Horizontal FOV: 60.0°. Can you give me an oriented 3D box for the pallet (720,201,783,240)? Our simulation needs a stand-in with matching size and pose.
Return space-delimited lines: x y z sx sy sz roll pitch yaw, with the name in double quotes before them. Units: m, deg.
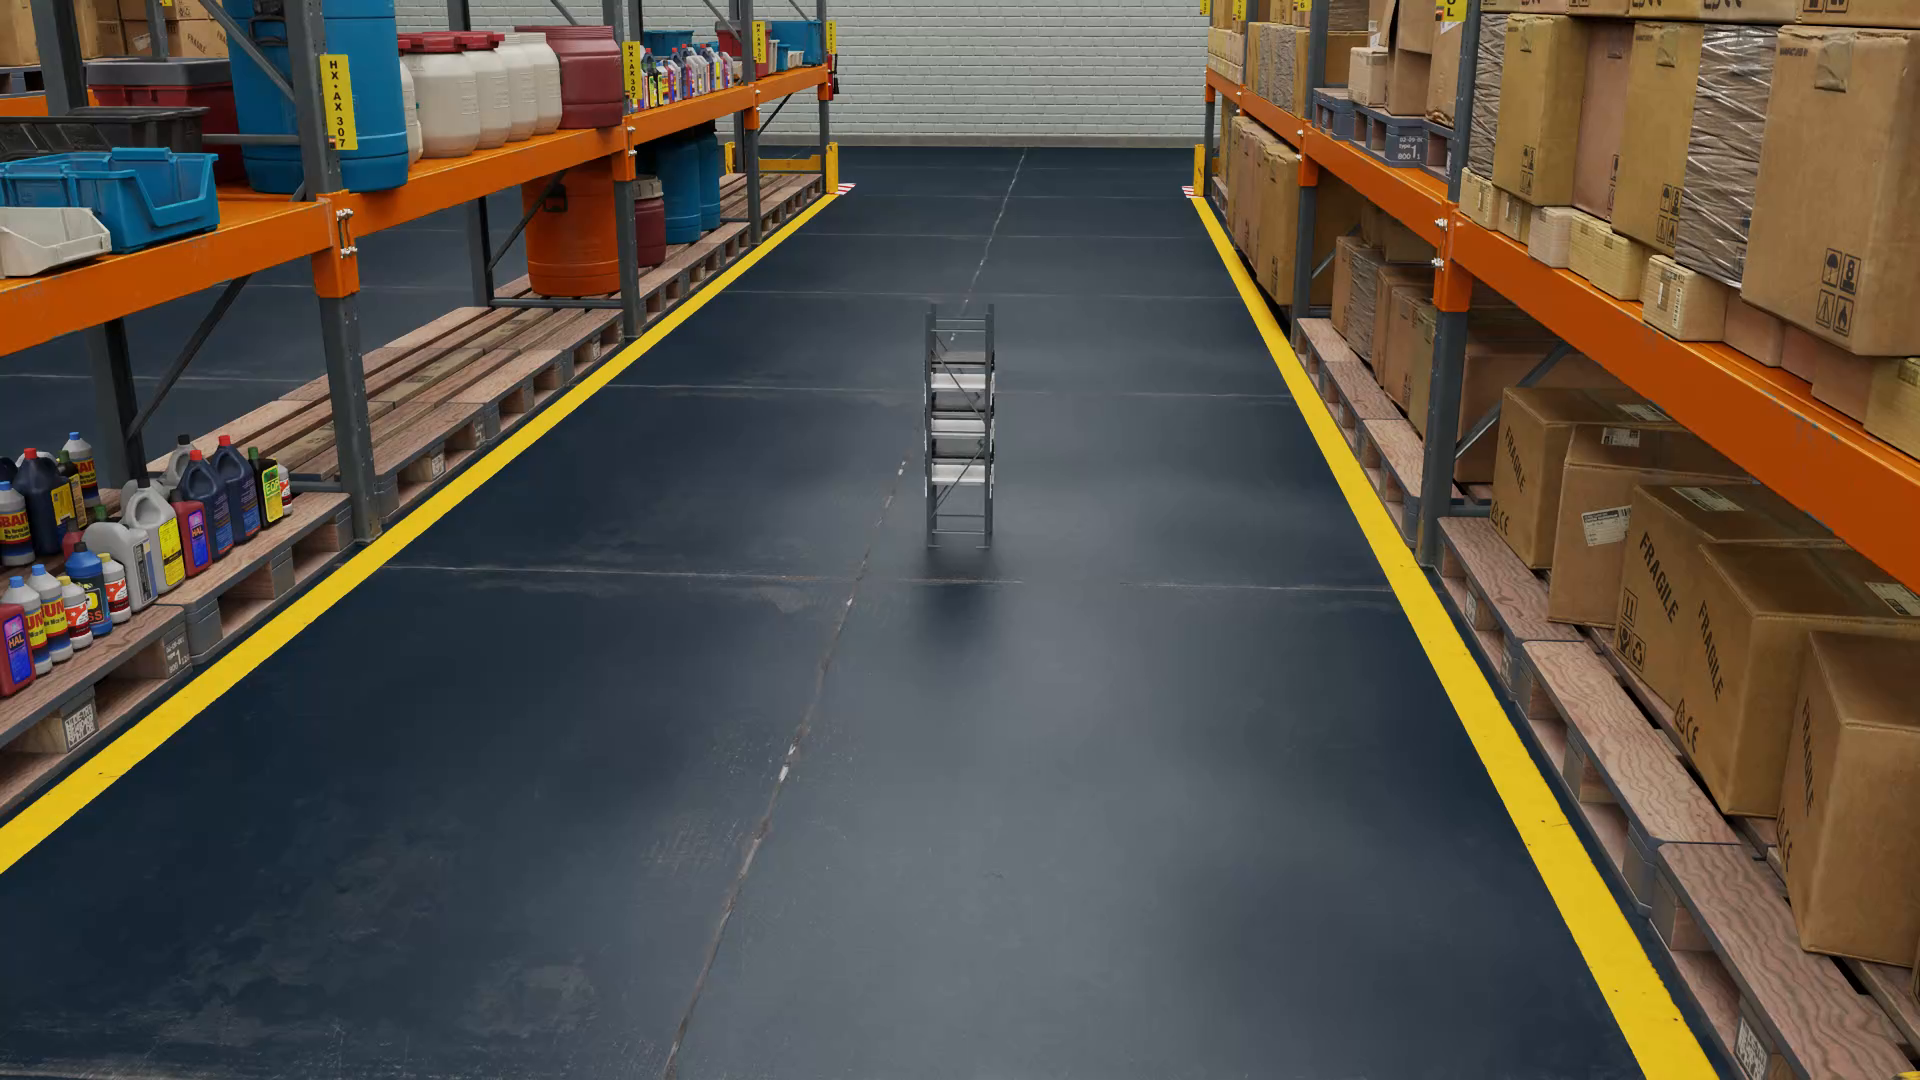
"pallet" -2.163 -2.824 14.701 1.003 0.211 1.213 1 18 4

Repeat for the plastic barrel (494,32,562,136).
"plastic barrel" -2.324 -2.406 8.769 0.421 0.512 0.421 0 18 0

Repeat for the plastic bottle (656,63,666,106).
"plastic bottle" -2.015 -3.035 11.076 0.097 0.271 0.097 0 18 0

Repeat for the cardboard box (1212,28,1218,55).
"cardboard box" 2.716 -4.817 16.069 0.500 0.250 0.500 1 18 3

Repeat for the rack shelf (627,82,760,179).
"rack shelf" -2.320 -2.957 11.784 1.077 0.370 4.000 1 18 4

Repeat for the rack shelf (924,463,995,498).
"rack shelf" 0.001 -0.227 6.357 0.258 0.077 0.200 1 18 4

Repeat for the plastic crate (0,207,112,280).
"plastic crate" -2.614 -0.800 4.470 0.530 0.136 0.437 1 18 4

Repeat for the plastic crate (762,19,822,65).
"plastic crate" -1.728 -5.099 17.014 0.616 0.435 0.499 1 18 4

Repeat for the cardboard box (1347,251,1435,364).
"cardboard box" 2.421 -1.207 8.596 0.700 0.500 0.500 0 18 -1

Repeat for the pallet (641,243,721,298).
"pallet" -2.359 -1.976 12.114 1.003 0.211 1.213 1 18 4

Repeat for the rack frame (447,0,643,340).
"rack frame" -2.464 -2.677 9.776 1.000 3.000 0.127 1 18 4

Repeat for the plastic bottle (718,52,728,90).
"plastic bottle" -1.854 -3.662 12.968 0.061 0.283 0.133 1 18 4

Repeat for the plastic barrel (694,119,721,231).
"plastic barrel" -2.233 -2.953 13.314 0.600 0.901 0.708 1 18 4

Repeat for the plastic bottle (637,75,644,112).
"plastic bottle" -2.041 -2.850 10.491 0.061 0.283 0.133 1 18 4

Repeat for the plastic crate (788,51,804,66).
"plastic crate" -1.768 -4.808 16.605 0.396 0.136 0.243 1 18 4

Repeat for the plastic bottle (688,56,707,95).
"plastic bottle" -1.955 -3.419 12.239 0.152 0.276 0.135 1 18 4

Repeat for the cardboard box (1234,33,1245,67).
"cardboard box" 2.533 -4.022 13.644 0.500 0.250 0.500 1 18 3

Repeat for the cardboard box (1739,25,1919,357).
"cardboard box" 1.886 -0.599 2.796 0.875 0.500 0.500 1 18 4

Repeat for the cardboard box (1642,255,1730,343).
"cardboard box" 1.720 -0.524 3.608 0.380 0.149 0.250 1 18 4

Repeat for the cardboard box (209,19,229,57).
"cardboard box" -6.775 -4.390 14.843 0.500 0.500 0.500 2 18 5

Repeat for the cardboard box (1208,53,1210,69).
"cardboard box" 2.696 -4.829 16.747 0.380 0.149 0.250 1 18 5

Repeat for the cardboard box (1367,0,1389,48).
"cardboard box" 2.478 -2.645 8.843 0.500 0.500 0.500 -1 18 -3

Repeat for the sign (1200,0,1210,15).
"sign" 2.497 -5.515 16.918 0.100 0.325 0.005 1 18 4

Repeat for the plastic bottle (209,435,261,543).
"plastic bottle" -2.509 -0.179 5.699 0.144 0.351 0.185 1 18 2

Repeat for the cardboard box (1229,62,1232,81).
"cardboard box" 2.514 -4.031 14.312 0.380 0.149 0.250 2 18 5

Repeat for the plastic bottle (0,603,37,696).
"plastic bottle" -2.562 0.263 4.459 0.061 0.283 0.133 2 18 5

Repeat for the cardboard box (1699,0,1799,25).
"cardboard box" 1.765 -1.233 3.125 0.500 0.500 0.500 1 18 4

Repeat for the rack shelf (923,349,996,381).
"rack shelf" 0.001 -0.655 6.217 0.258 0.077 0.200 1 18 4

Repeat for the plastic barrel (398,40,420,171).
"plastic barrel" -2.463 -1.792 6.856 0.433 0.535 0.433 0 18 0

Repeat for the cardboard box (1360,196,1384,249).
"cardboard box" 2.458 -1.735 9.006 0.500 0.250 0.500 2 18 6

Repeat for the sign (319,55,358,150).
"sign" -2.202 -1.551 5.894 0.100 0.325 0.005 1 18 4

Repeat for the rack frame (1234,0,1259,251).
"rack frame" 2.763 -3.809 13.230 1.000 3.000 0.127 1 18 4

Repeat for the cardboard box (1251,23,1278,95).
"cardboard box" 2.446 -3.563 12.319 0.500 0.500 0.500 1 18 4

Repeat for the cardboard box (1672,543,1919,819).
"cardboard box" 2.037 0.332 3.932 0.500 0.500 0.500 3 18 9

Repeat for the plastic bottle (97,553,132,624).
"plastic bottle" -2.543 0.140 4.966 0.097 0.201 0.097 0 18 0

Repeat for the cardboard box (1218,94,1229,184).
"cardboard box" 3.084 -4.041 16.675 0.875 0.875 0.875 1 18 4

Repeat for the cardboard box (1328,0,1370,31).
"cardboard box" 2.545 -3.318 9.959 0.797 0.503 0.637 2 18 6

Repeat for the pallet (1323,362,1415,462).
"pallet" 2.329 -0.621 7.979 1.003 0.211 1.213 1 18 4

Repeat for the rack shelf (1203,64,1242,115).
"rack shelf" 2.907 -4.088 15.238 1.077 0.370 4.000 1 18 4

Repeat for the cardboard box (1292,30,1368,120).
"cardboard box" 2.265 -2.773 9.908 0.500 0.500 0.500 2 18 6

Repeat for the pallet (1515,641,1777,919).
"pallet" 2.092 0.590 4.283 1.003 0.211 1.213 1 18 4

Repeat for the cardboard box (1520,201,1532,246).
"cardboard box" 1.845 -0.911 4.791 0.380 0.149 0.250 1 18 4

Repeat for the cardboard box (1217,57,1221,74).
"cardboard box" 2.606 -4.430 15.528 0.380 0.149 0.250 1 18 3

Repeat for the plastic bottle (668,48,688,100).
"plastic bottle" -1.995 -3.261 11.638 0.144 0.351 0.185 1 18 4

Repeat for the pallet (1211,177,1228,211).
"pallet" 3.071 -3.476 16.693 1.003 0.211 1.213 1 18 4

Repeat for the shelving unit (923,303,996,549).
"shelving unit" 0.001 -0.430 6.291 0.258 0.900 0.210 1 18 4

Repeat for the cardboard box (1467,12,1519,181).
"cardboard box" 2.096 -1.375 5.163 0.875 0.500 0.500 1 18 4

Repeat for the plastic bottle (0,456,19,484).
"plastic bottle" -3.222 -0.144 5.592 0.144 0.351 0.185 2 18 5

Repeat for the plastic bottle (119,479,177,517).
"plastic bottle" -2.672 -0.079 5.515 0.152 0.276 0.135 1 18 4
